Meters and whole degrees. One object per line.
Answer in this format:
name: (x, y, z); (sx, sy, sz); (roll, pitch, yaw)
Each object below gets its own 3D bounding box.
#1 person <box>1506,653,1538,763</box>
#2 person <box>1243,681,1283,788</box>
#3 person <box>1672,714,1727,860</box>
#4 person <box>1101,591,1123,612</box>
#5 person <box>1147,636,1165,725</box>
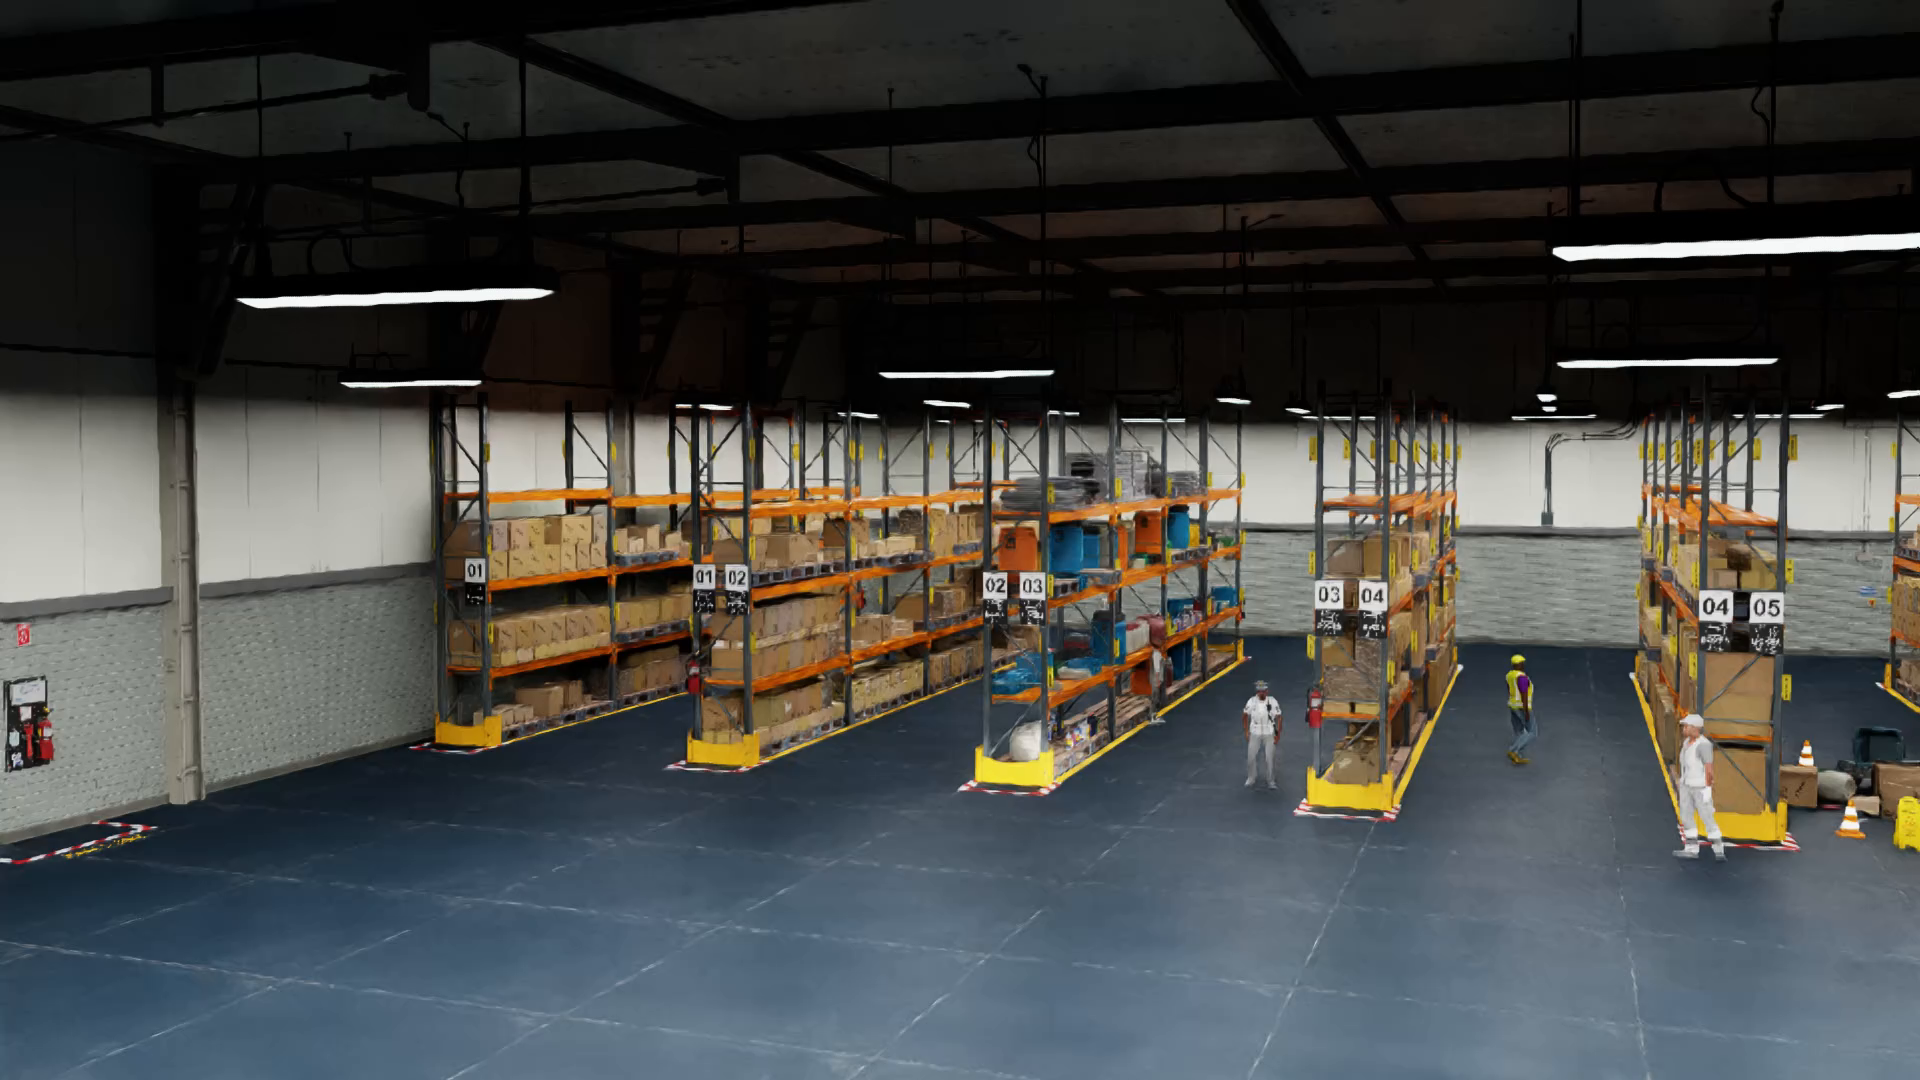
person: (8.956, 2.700, 26.626); (0.456, 1.763, 0.610); (0, 3, -8)
person: (4.500, 2.879, 24.739); (0.593, 1.624, 0.522); (1, 3, 18)
person: (9.109, 3.030, 20.466); (0.544, 1.783, 0.645); (0, 3, -7)
person: (3.632, 2.007, 40.010); (0.600, 1.725, 1.107); (1, 3, 19)
person: (3.595, 2.568, 30.463); (0.322, 1.605, 0.490); (0, 3, 4)
